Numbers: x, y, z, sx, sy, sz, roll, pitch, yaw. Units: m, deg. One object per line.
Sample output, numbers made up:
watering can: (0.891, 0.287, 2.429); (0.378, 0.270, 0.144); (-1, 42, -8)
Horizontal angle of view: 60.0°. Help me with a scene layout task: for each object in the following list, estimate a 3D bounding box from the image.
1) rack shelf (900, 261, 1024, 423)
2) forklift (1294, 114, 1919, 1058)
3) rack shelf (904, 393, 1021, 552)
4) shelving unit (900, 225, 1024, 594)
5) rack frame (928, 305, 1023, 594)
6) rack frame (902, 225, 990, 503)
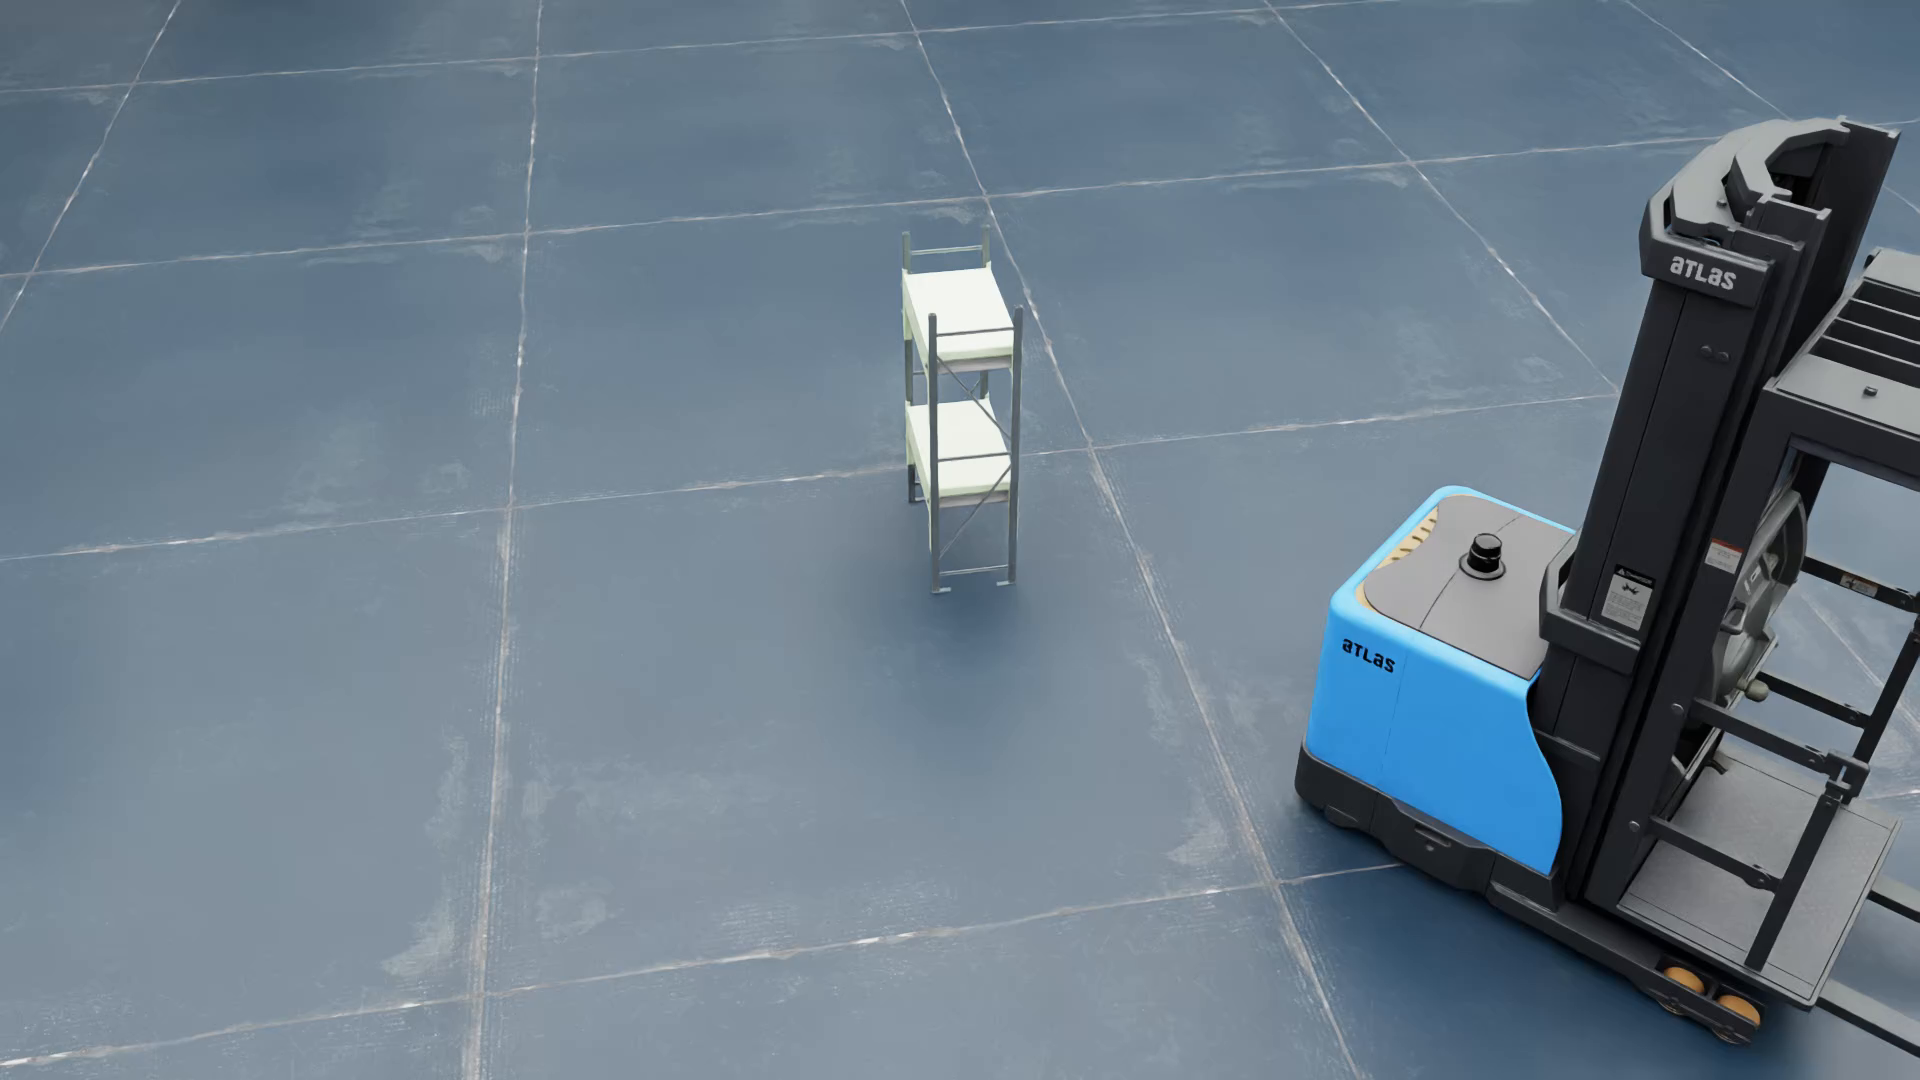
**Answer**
rack shelf: (0.001, -0.896, 7.445); (0.431, 0.370, 0.720); (-6, 38, -8)
forklift: (2.820, 0.245, 5.445); (3.031, 2.935, 1.130); (26, 45, 30)
rack shelf: (0.001, -0.331, 7.885); (0.431, 0.370, 0.720); (-6, 38, -8)
shelving unit: (0.001, -0.588, 7.685); (0.431, 1.500, 0.755); (-6, 38, -8)
rack frame: (0.065, -0.367, 7.400); (0.400, 1.500, 0.023); (-6, 38, -8)
rack frame: (-0.063, -0.809, 7.969); (0.400, 1.500, 0.023); (-6, 38, -8)
